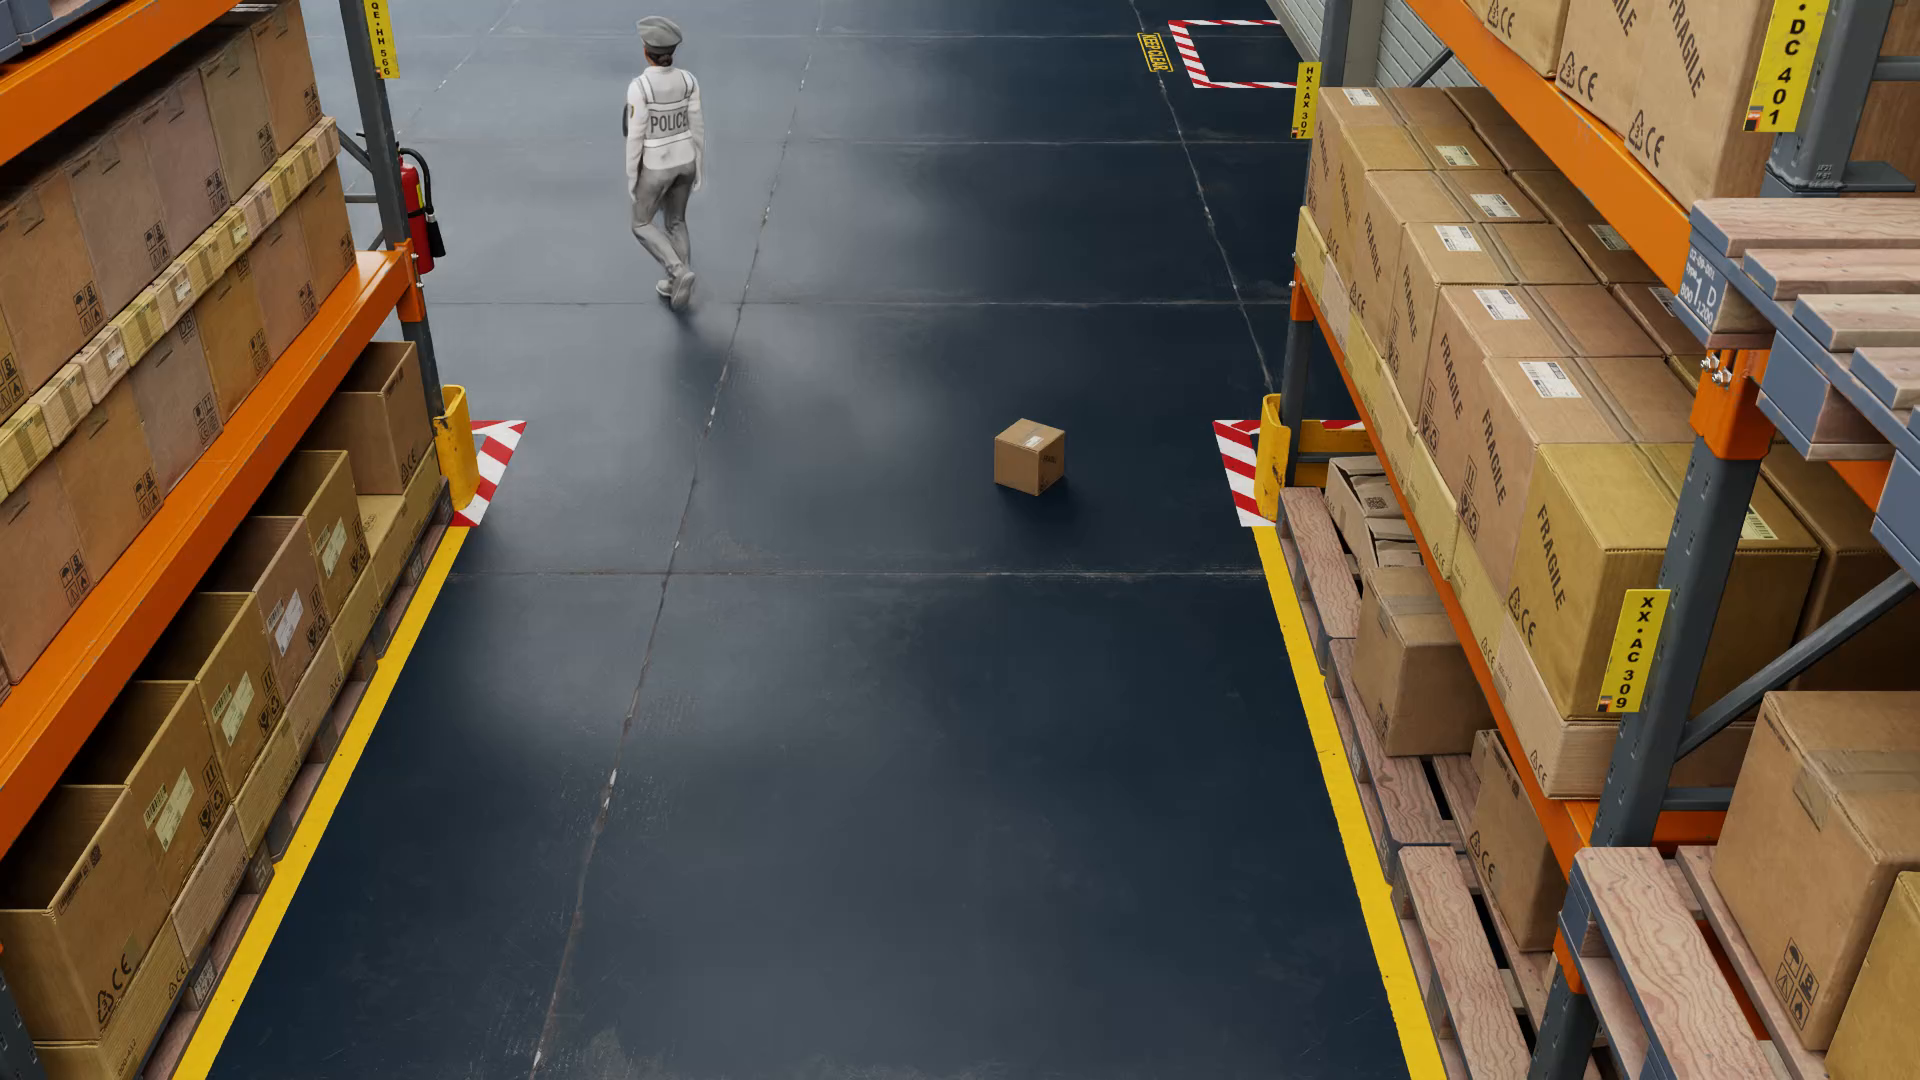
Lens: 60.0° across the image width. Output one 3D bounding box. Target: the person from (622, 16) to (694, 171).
[{"bbox_3d":[-1.689,-2.491,9.285,0.367,0.832,0.341,-24,39,-34],"label":"person"}]
